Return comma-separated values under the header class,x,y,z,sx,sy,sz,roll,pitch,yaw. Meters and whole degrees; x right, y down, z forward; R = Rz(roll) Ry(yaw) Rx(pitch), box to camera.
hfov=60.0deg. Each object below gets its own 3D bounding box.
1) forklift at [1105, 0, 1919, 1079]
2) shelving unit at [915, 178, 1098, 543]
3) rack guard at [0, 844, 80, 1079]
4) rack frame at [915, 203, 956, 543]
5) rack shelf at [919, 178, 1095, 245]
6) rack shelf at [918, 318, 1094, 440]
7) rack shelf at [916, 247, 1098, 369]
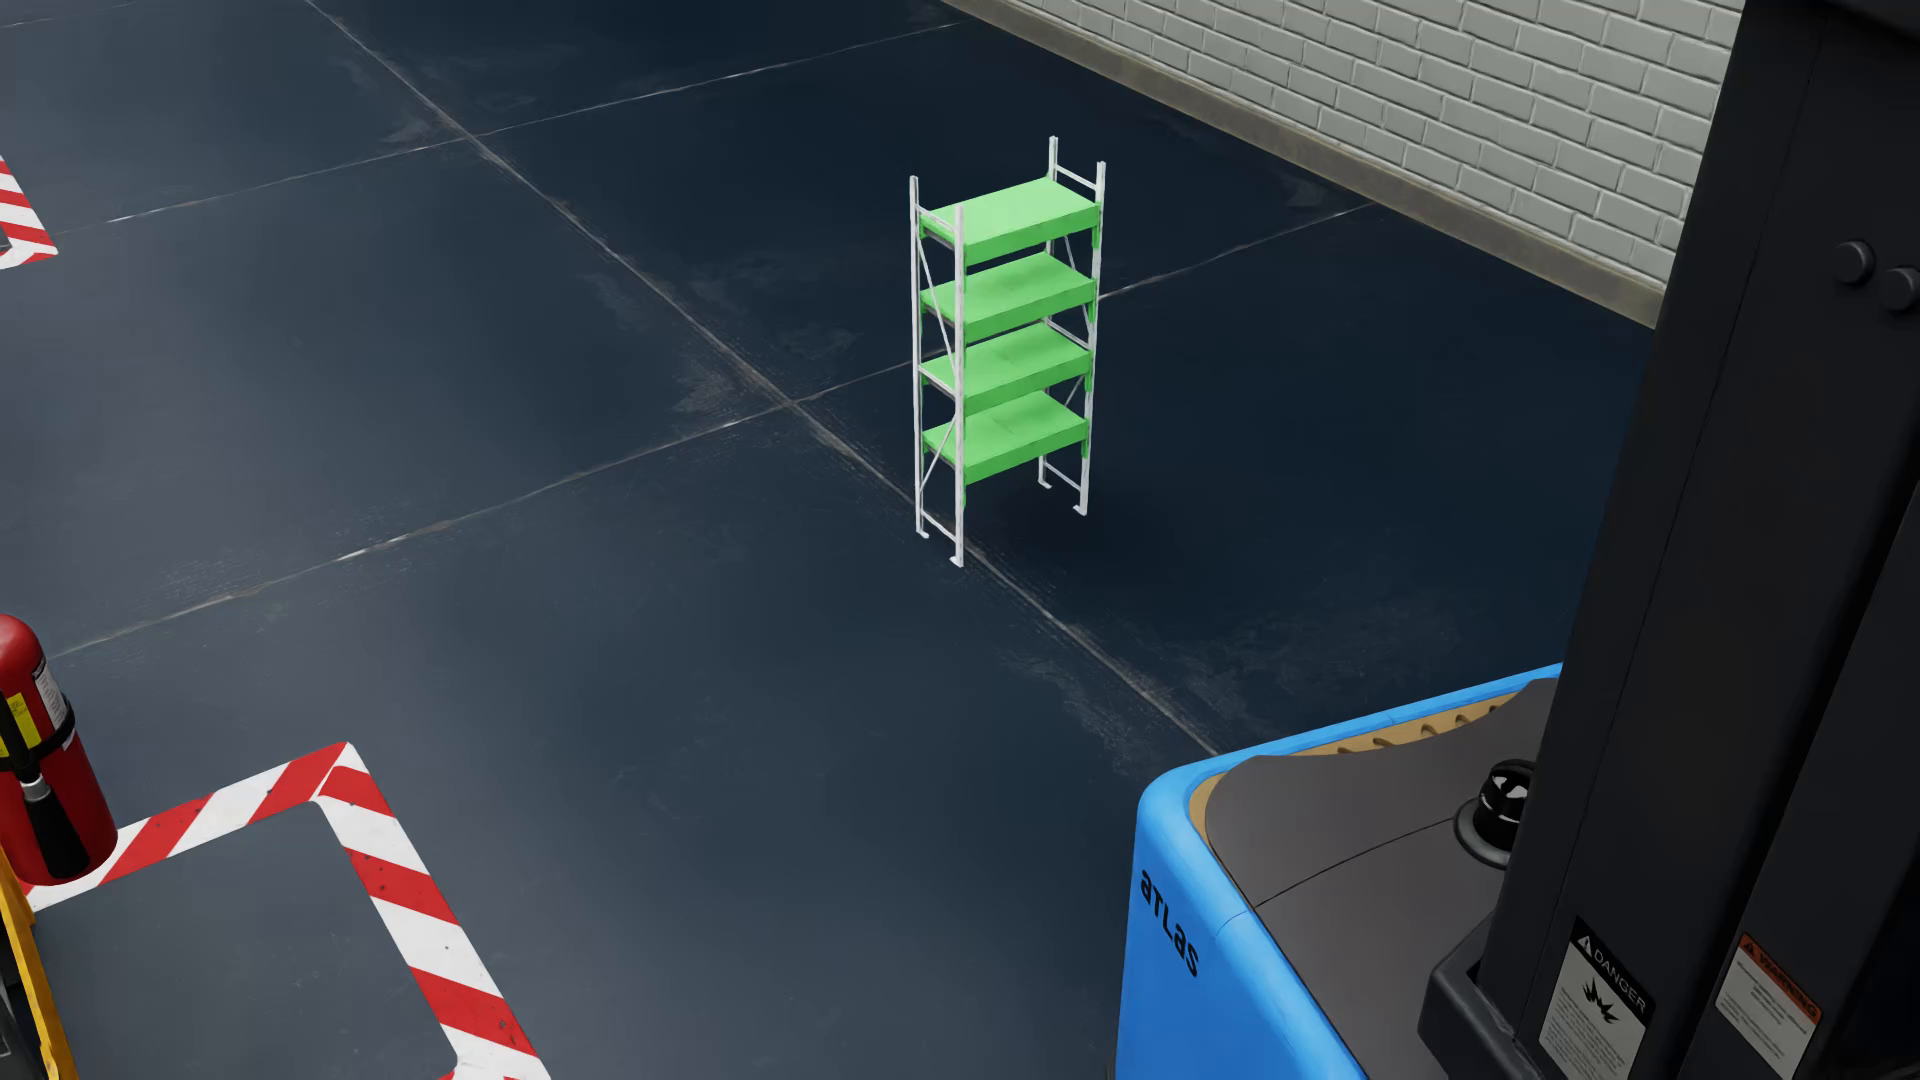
class,x,y,z,sx,sy,sz,roll,pitch,yaw
forklift,1.282,0.793,1.637,1.130,2.935,3.031,-12,38,-17
shelving unit,0.132,-0.542,4.975,0.487,1.046,0.258,-22,41,-28
rack guard,-2.085,0.991,3.444,0.348,0.500,1.175,-22,41,-28
rack frame,-0.064,-0.460,4.862,0.006,1.046,0.228,-22,41,-28
rack shelf,0.135,-0.924,4.703,0.457,0.021,0.221,-22,41,-28
rack shelf,0.135,-0.491,5.014,0.480,0.148,0.258,-22,41,-28
rack shelf,0.135,-0.686,4.874,0.480,0.148,0.258,-22,41,-28
